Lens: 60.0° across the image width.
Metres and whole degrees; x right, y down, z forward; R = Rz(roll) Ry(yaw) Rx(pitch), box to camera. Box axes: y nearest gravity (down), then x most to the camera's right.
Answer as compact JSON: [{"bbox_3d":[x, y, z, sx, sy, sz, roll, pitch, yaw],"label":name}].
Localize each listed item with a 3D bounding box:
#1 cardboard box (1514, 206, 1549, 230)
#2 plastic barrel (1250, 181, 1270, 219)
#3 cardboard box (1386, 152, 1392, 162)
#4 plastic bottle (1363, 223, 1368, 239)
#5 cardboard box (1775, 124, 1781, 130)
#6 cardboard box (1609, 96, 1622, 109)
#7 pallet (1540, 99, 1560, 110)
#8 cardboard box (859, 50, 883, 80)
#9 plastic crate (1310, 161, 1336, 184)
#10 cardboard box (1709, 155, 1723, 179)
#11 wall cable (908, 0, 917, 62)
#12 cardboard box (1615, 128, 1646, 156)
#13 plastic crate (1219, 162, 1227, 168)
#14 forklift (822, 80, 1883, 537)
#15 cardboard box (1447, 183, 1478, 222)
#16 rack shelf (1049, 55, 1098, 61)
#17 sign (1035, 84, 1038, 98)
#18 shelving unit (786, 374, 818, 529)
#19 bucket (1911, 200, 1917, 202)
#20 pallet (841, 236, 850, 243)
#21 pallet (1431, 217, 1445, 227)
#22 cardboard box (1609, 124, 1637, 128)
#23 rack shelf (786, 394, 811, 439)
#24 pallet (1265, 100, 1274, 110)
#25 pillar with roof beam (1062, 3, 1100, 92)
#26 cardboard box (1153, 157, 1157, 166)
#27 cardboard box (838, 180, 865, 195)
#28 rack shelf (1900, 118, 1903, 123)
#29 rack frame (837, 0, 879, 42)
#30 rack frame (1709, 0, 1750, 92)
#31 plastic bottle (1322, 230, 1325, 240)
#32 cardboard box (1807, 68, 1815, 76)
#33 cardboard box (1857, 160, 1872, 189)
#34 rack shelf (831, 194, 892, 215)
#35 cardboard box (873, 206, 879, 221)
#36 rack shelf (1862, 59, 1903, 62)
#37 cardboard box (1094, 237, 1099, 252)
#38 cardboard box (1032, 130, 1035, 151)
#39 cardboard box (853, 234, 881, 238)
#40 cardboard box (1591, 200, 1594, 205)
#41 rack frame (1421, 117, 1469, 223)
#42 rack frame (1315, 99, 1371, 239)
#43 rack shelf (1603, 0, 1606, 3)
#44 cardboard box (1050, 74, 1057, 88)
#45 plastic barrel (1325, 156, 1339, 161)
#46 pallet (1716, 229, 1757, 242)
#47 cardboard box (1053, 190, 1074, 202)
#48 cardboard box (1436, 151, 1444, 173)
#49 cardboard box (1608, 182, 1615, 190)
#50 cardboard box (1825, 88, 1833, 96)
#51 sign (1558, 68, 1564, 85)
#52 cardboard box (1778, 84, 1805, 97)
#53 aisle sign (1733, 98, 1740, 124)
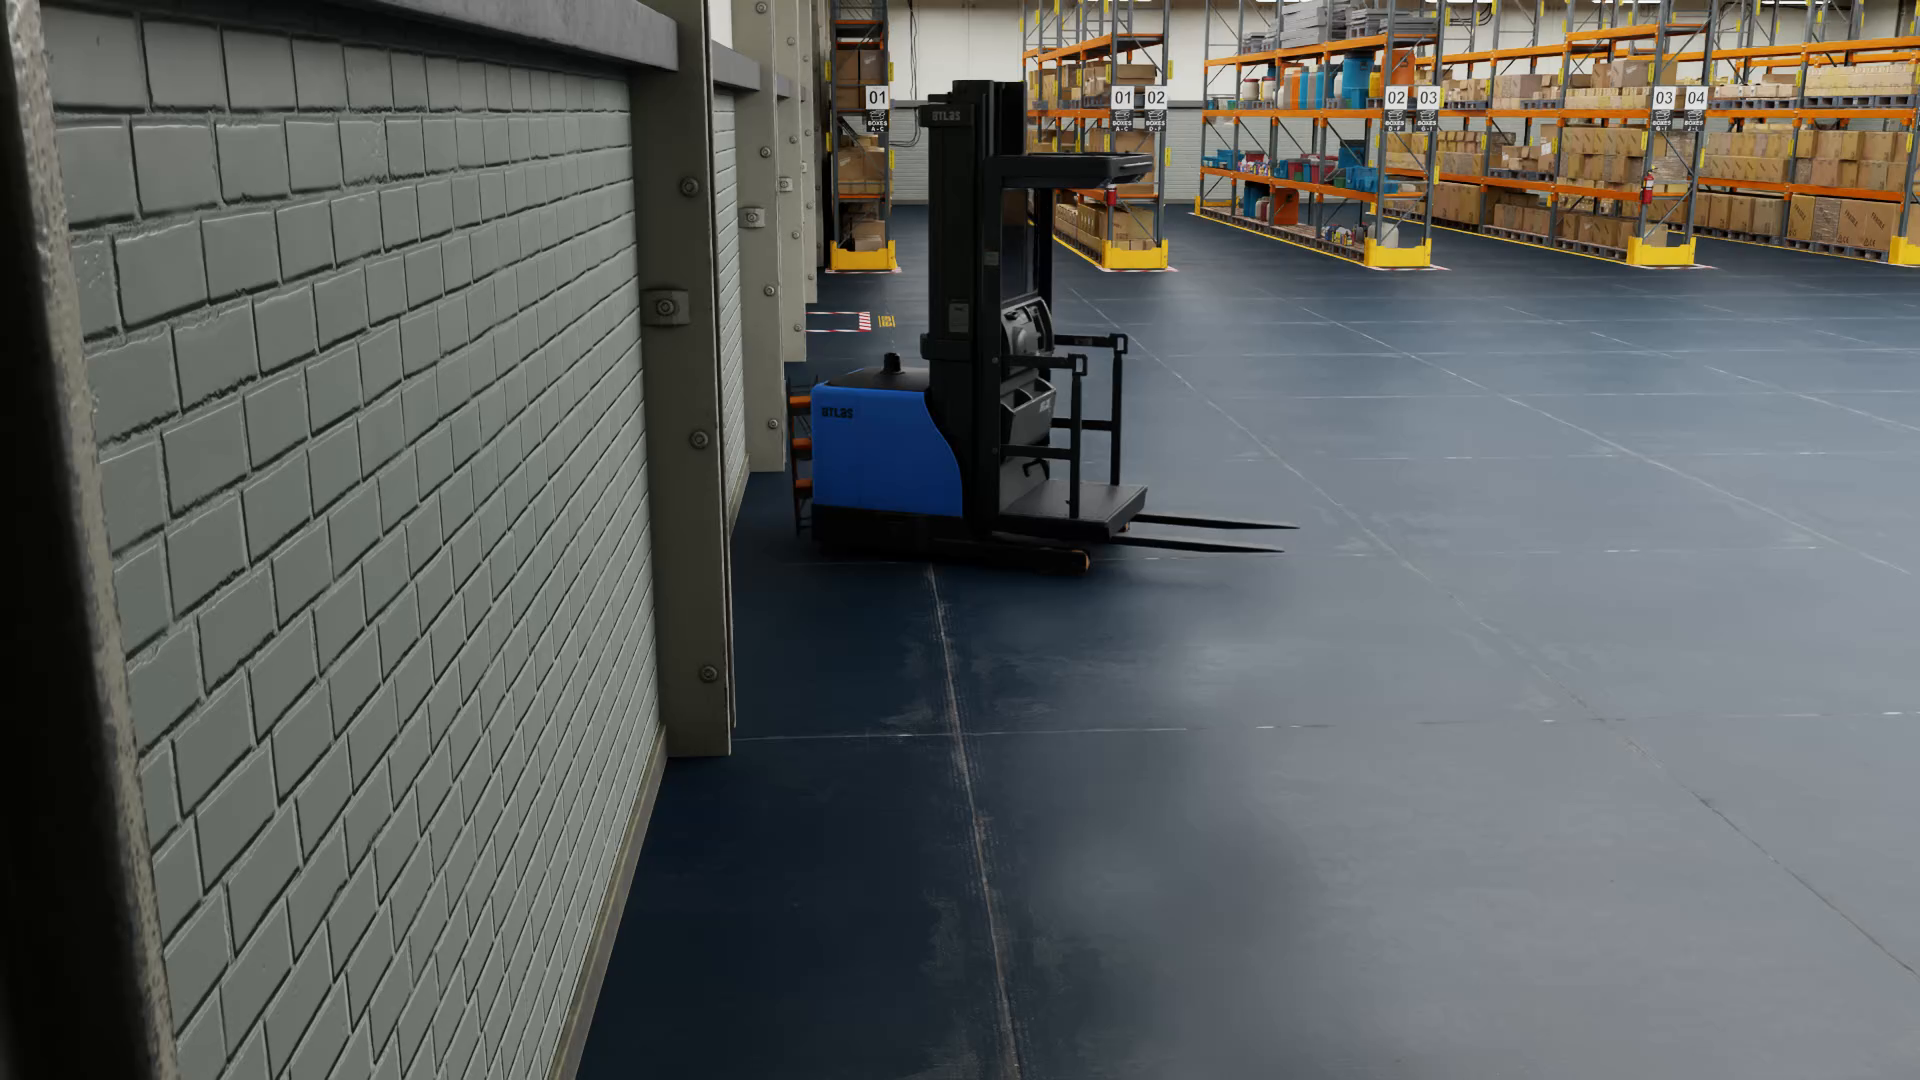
[{"bbox_3d":[12.724,-7.134,36.867,0.700,0.500,0.500,0,14,1],"label":"cardboard box"},{"bbox_3d":[7.443,-8.370,40.907,0.600,0.901,0.708,-1,14,-3],"label":"plastic barrel"},{"bbox_3d":[11.877,-10.385,45.072,0.500,0.250,0.500,-1,14,-4],"label":"cardboard box"},{"bbox_3d":[8.218,-6.232,33.661,0.144,0.351,0.185,-2,15,-6],"label":"plastic bottle"},{"bbox_3d":[21.864,-10.962,44.101,0.380,0.149,0.250,-1,14,-5],"label":"cardboard box"},{"bbox_3d":[12.729,-8.335,31.681,0.500,0.250,0.500,-1,14,-2],"label":"cardboard box"},{"bbox_3d":[12.890,-9.099,34.726,1.213,0.211,1.003,-1,14,-3],"label":"pallet"},{"bbox_3d":[-1.544,-8.452,29.589,0.500,0.500,0.500,-2,15,-7],"label":"cardboard box"},{"bbox_3d":[7.543,-7.652,34.618,0.402,0.464,0.583,-1,14,-3],"label":"plastic crate"},{"bbox_3d":[17.323,-8.434,37.586,0.500,0.500,0.500,-1,14,-4],"label":"cardboard box"},{"bbox_3d":[-0.047,-15.638,49.842,3.097,2.526,0.112,-1,14,-3],"label":"wall cable"},{"bbox_3d":[12.752,-7.521,31.432,0.500,0.500,0.500,-1,14,-3],"label":"cardboard box"},{"bbox_3d":[6.975,-9.825,43.599,0.293,0.136,0.466,-1,14,-3],"label":"plastic crate"},{"bbox_3d":[15.120,-6.714,30.789,16.194,3.159,50.656,5,15,19],"label":"forklift"},{"bbox_3d":[12.504,-8.145,40.082,1.225,0.875,0.875,-1,14,-3],"label":"cardboard box"},{"bbox_3d":[2.562,-11.354,39.056,0.831,0.071,3.687,-1,14,-3],"label":"rack shelf"},{"bbox_3d":[1.897,-11.112,41.137,0.100,0.325,0.005,-1,14,-3],"label":"sign"},{"bbox_3d":[-1.015,-0.556,11.062,0.215,1.050,0.249,-3,15,-2],"label":"shelving unit"},{"bbox_3d":[20.088,-6.786,34.898,0.726,0.611,0.620,4,5,16],"label":"bucket"},{"bbox_3d":[-2.060,-6.195,34.682,1.003,0.211,1.213,-1,14,-3],"label":"pallet"},{"bbox_3d":[12.449,-8.030,41.812,1.003,0.211,1.213,-1,14,-3],"label":"pallet"},{"bbox_3d":[16.984,-10.412,42.670,0.500,0.500,0.500,-1,14,-5],"label":"cardboard box"},{"bbox_3d":[-1.028,-0.820,10.992,0.215,0.259,0.240,-3,15,-2],"label":"rack shelf"},{"bbox_3d":[7.681,-10.053,38.437,1.003,0.211,1.213,-1,14,-3],"label":"pallet"},{"bbox_3d":[10.694,-13.631,39.441,17.304,5.858,4.923,-1,14,-3],"label":"pillar with roof beam"},{"bbox_3d":[3.373,-6.898,30.315,0.380,0.149,0.250,-1,14,-4],"label":"cardboard box"},{"bbox_3d":[-1.984,-6.408,30.172,0.500,0.250,0.500,-1,14,-3],"label":"cardboard box"},{"bbox_3d":[27.047,-11.403,44.751,1.077,0.370,4.000,-1,14,-3],"label":"rack shelf"},{"bbox_3d":[-2.258,-11.252,36.700,1.000,3.000,0.127,-1,14,-3],"label":"rack frame"},{"bbox_3d":[17.527,-11.533,37.792,0.949,2.616,0.053,-1,14,-3],"label":"rack frame"},{"bbox_3d":[7.467,-6.252,34.037,0.097,0.201,0.097,0,14,0],"label":"plastic bottle"},{"bbox_3d":[17.462,-9.506,33.794,0.380,0.149,0.250,-1,14,-3],"label":"cardboard box"},{"bbox_3d":[17.993,-7.080,32.223,0.875,0.550,0.550,-1,14,-3],"label":"cardboard box"},{"bbox_3d":[-1.886,-6.506,31.738,1.077,0.370,4.000,-1,14,-3],"label":"rack shelf"},{"bbox_3d":[-2.161,-7.171,37.012,0.700,0.500,0.500,-1,14,-3],"label":"cardboard box"},{"bbox_3d":[22.341,-11.685,40.235,0.919,0.124,3.809,-1,14,-3],"label":"rack shelf"},{"bbox_3d":[2.811,-5.560,31.290,0.500,0.250,0.500,-1,14,-3],"label":"cardboard box"},{"bbox_3d":[2.114,-10.201,42.446,0.500,0.500,0.500,-1,14,-5],"label":"cardboard box"},{"bbox_3d":[-1.750,-5.584,31.221,0.500,0.311,0.500,0,14,1],"label":"cardboard box"},{"bbox_3d":[16.930,-8.923,43.969,0.380,0.149,0.250,-1,14,-2],"label":"cardboard box"},{"bbox_3d":[12.326,-9.571,42.206,1.000,3.000,0.127,-1,14,-3],"label":"rack frame"},{"bbox_3d":[7.878,-7.505,34.176,1.000,3.000,0.127,-1,14,-3],"label":"rack frame"},{"bbox_3d":[17.159,-14.287,43.267,1.077,0.370,4.000,-1,14,-3],"label":"rack shelf"},{"bbox_3d":[2.482,-10.714,39.384,0.600,0.600,0.600,-1,15,-6],"label":"cardboard box"},{"bbox_3d":[7.992,-7.995,35.806,0.433,0.535,0.433,0,14,0],"label":"plastic barrel"},{"bbox_3d":[17.577,-6.777,36.944,1.003,0.211,1.213,-1,14,-3],"label":"pallet"},{"bbox_3d":[2.386,-8.033,38.856,0.500,0.250,0.500,0,14,-1],"label":"cardboard box"},{"bbox_3d":[12.137,-9.376,41.248,0.500,0.500,0.500,-1,14,-3],"label":"cardboard box"},{"bbox_3d":[12.752,-6.843,32.108,0.380,0.149,0.250,-1,14,-3],"label":"cardboard box"},{"bbox_3d":[17.509,-8.931,33.160,0.380,0.149,0.250,-1,14,-4],"label":"cardboard box"},{"bbox_3d":[12.268,-9.466,33.949,0.100,0.325,0.005,-1,14,-3],"label":"sign"},{"bbox_3d":[17.575,-9.438,34.926,0.500,0.250,0.500,-1,14,-3],"label":"cardboard box"},{"bbox_3d":[21.675,-11.991,46.395,0.394,0.787,0.004,-1,14,-3],"label":"aisle sign"}]
